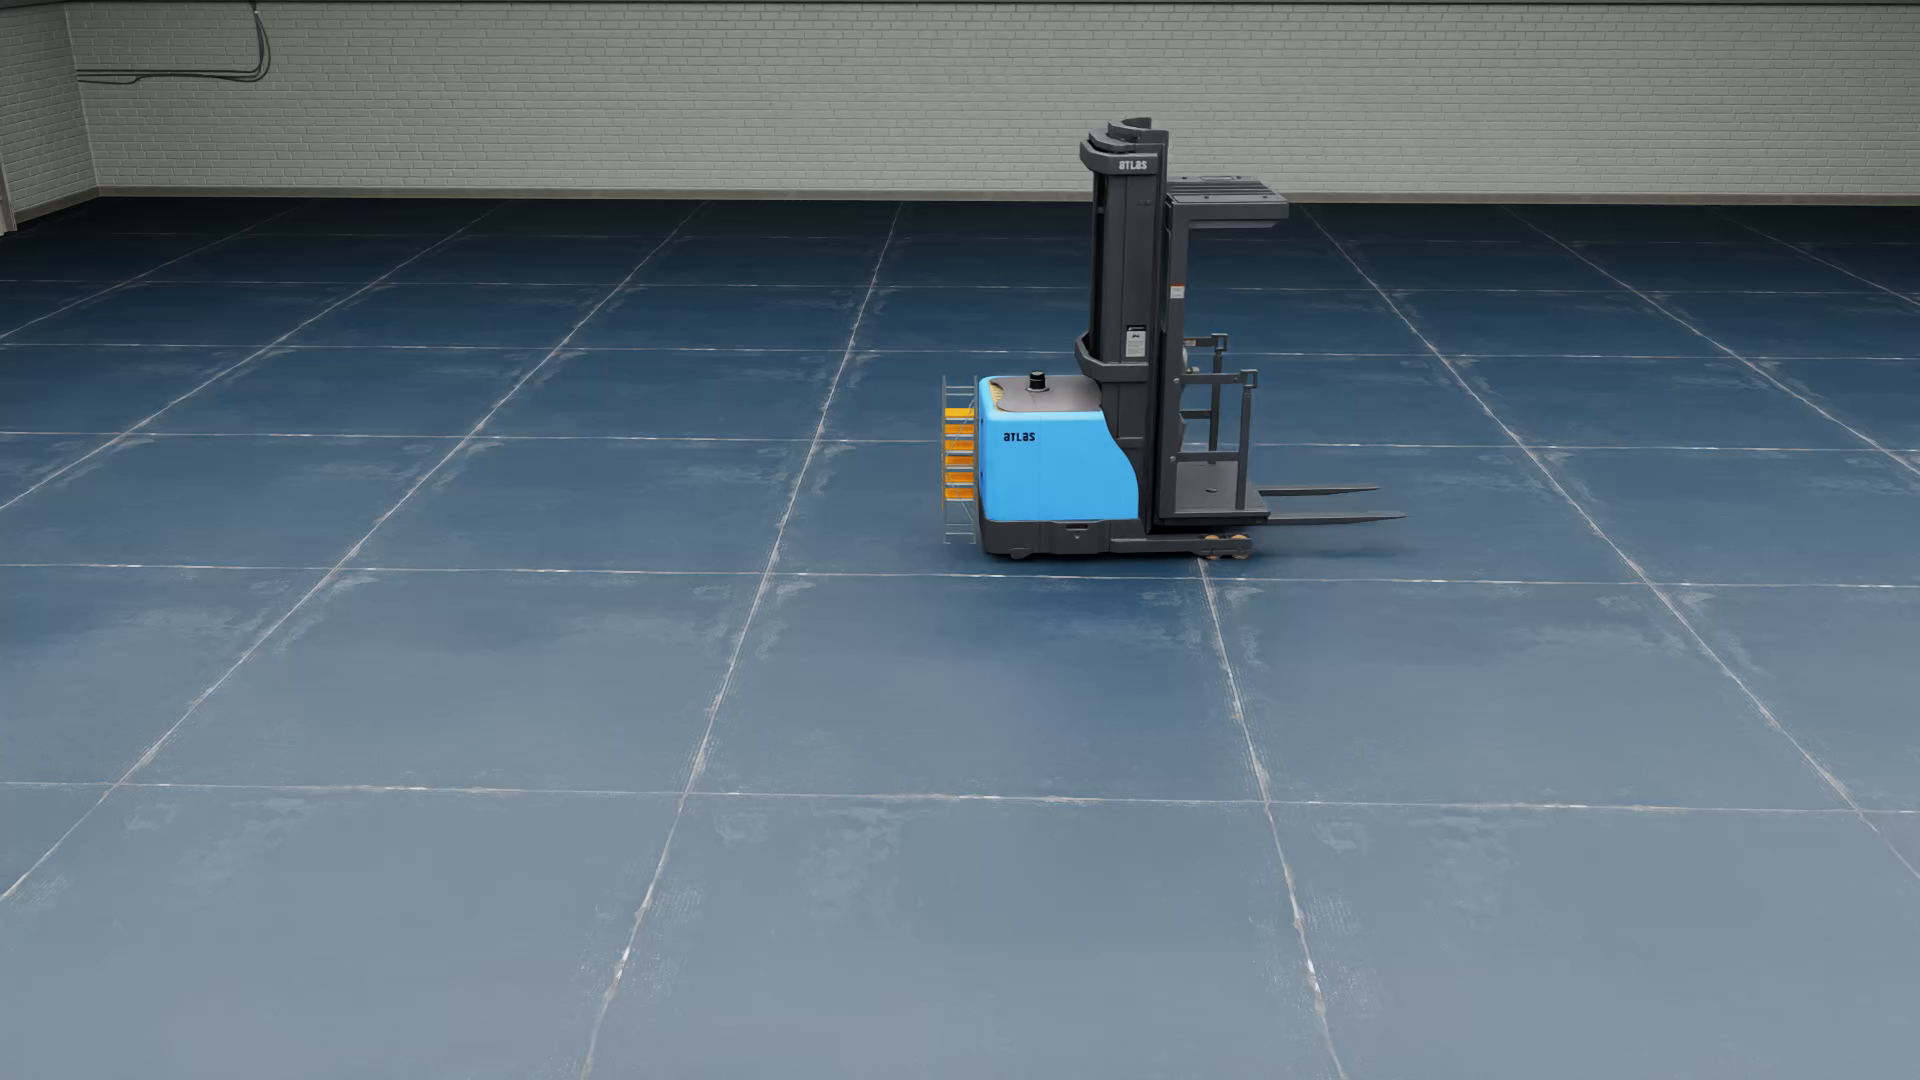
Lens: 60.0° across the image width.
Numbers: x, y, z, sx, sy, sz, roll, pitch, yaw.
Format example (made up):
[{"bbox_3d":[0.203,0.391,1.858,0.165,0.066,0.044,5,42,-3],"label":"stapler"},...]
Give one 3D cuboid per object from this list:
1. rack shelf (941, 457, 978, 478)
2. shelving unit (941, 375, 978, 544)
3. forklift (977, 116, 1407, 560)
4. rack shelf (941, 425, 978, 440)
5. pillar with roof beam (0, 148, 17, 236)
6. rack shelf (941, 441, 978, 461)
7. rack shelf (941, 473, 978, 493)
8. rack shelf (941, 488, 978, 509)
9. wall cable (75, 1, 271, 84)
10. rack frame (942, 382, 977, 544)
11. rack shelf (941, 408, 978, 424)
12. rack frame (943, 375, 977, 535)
[{"bbox_3d":[-0.003,-0.523,11.841,0.258,0.103,0.180,0,21,0],"label":"rack shelf"},{"bbox_3d":[-0.003,-0.565,11.825,0.258,1.200,0.189,0,21,0],"label":"shelving unit"},{"bbox_3d":[1.658,-1.419,11.635,3.031,2.935,1.130,-1,21,-3],"label":"forklift"},{"bbox_3d":[-0.003,-0.747,11.754,0.258,0.103,0.180,0,21,0],"label":"rack shelf"},{"bbox_3d":[-8.975,-8.392,21.217,9.100,9.000,0.400,1,21,2],"label":"pillar with roof beam"},{"bbox_3d":[-0.003,-0.635,11.798,0.258,0.103,0.180,0,21,0],"label":"rack shelf"},{"bbox_3d":[-0.004,-0.411,11.884,0.258,0.103,0.180,0,21,0],"label":"rack shelf"},{"bbox_3d":[-0.004,-0.300,11.928,0.258,0.103,0.180,0,21,0],"label":"rack shelf"},{"bbox_3d":[-11.867,-8.042,24.609,3.097,2.526,0.112,1,21,2],"label":"wall cable"},{"bbox_3d":[-0.004,-0.532,11.740,0.240,1.200,0.006,0,21,0],"label":"rack frame"},{"bbox_3d":[-0.003,-0.859,11.711,0.258,0.103,0.180,0,21,0],"label":"rack shelf"},{"bbox_3d":[-0.003,-0.598,11.910,0.240,1.200,0.006,0,21,0],"label":"rack frame"}]
